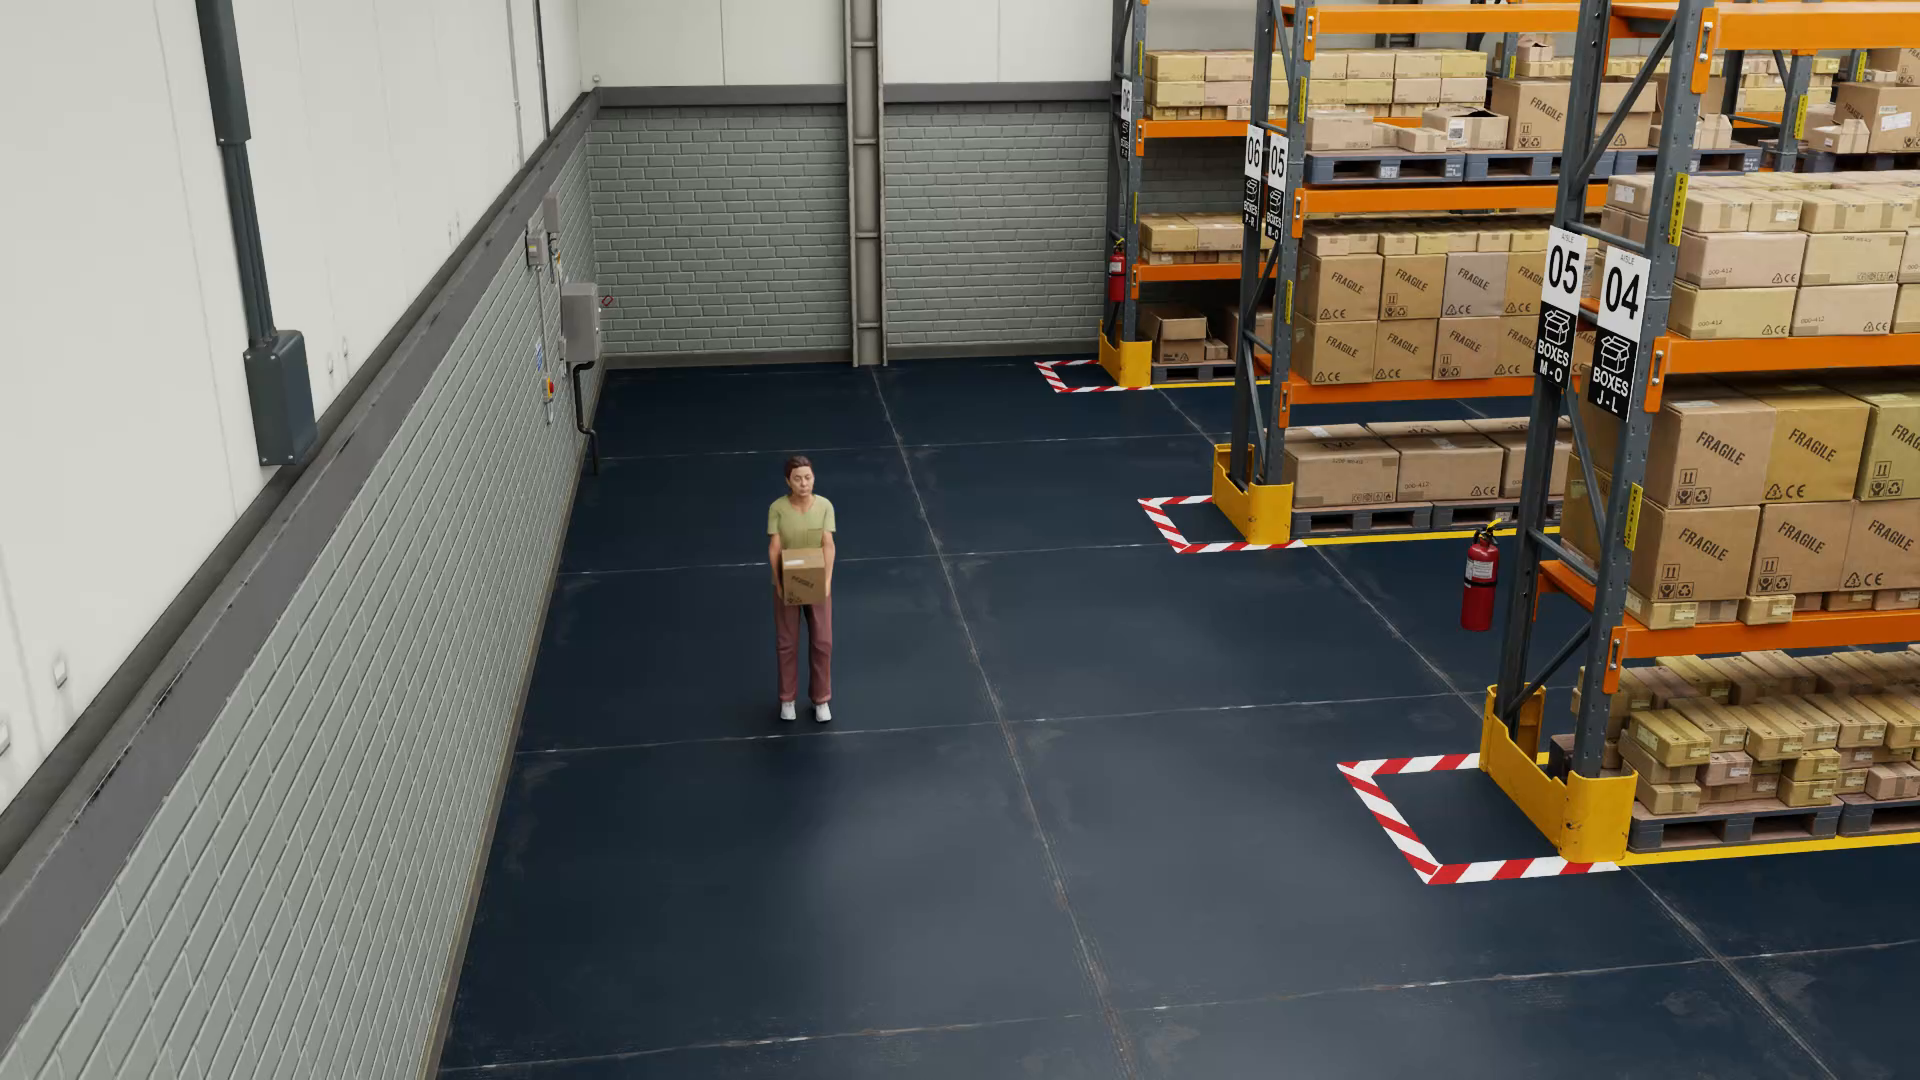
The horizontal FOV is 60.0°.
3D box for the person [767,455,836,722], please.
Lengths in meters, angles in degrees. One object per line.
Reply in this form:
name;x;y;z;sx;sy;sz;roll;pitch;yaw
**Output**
person;-0.963;0.316;10.230;0.420;1.668;0.538;-3;20;-8
